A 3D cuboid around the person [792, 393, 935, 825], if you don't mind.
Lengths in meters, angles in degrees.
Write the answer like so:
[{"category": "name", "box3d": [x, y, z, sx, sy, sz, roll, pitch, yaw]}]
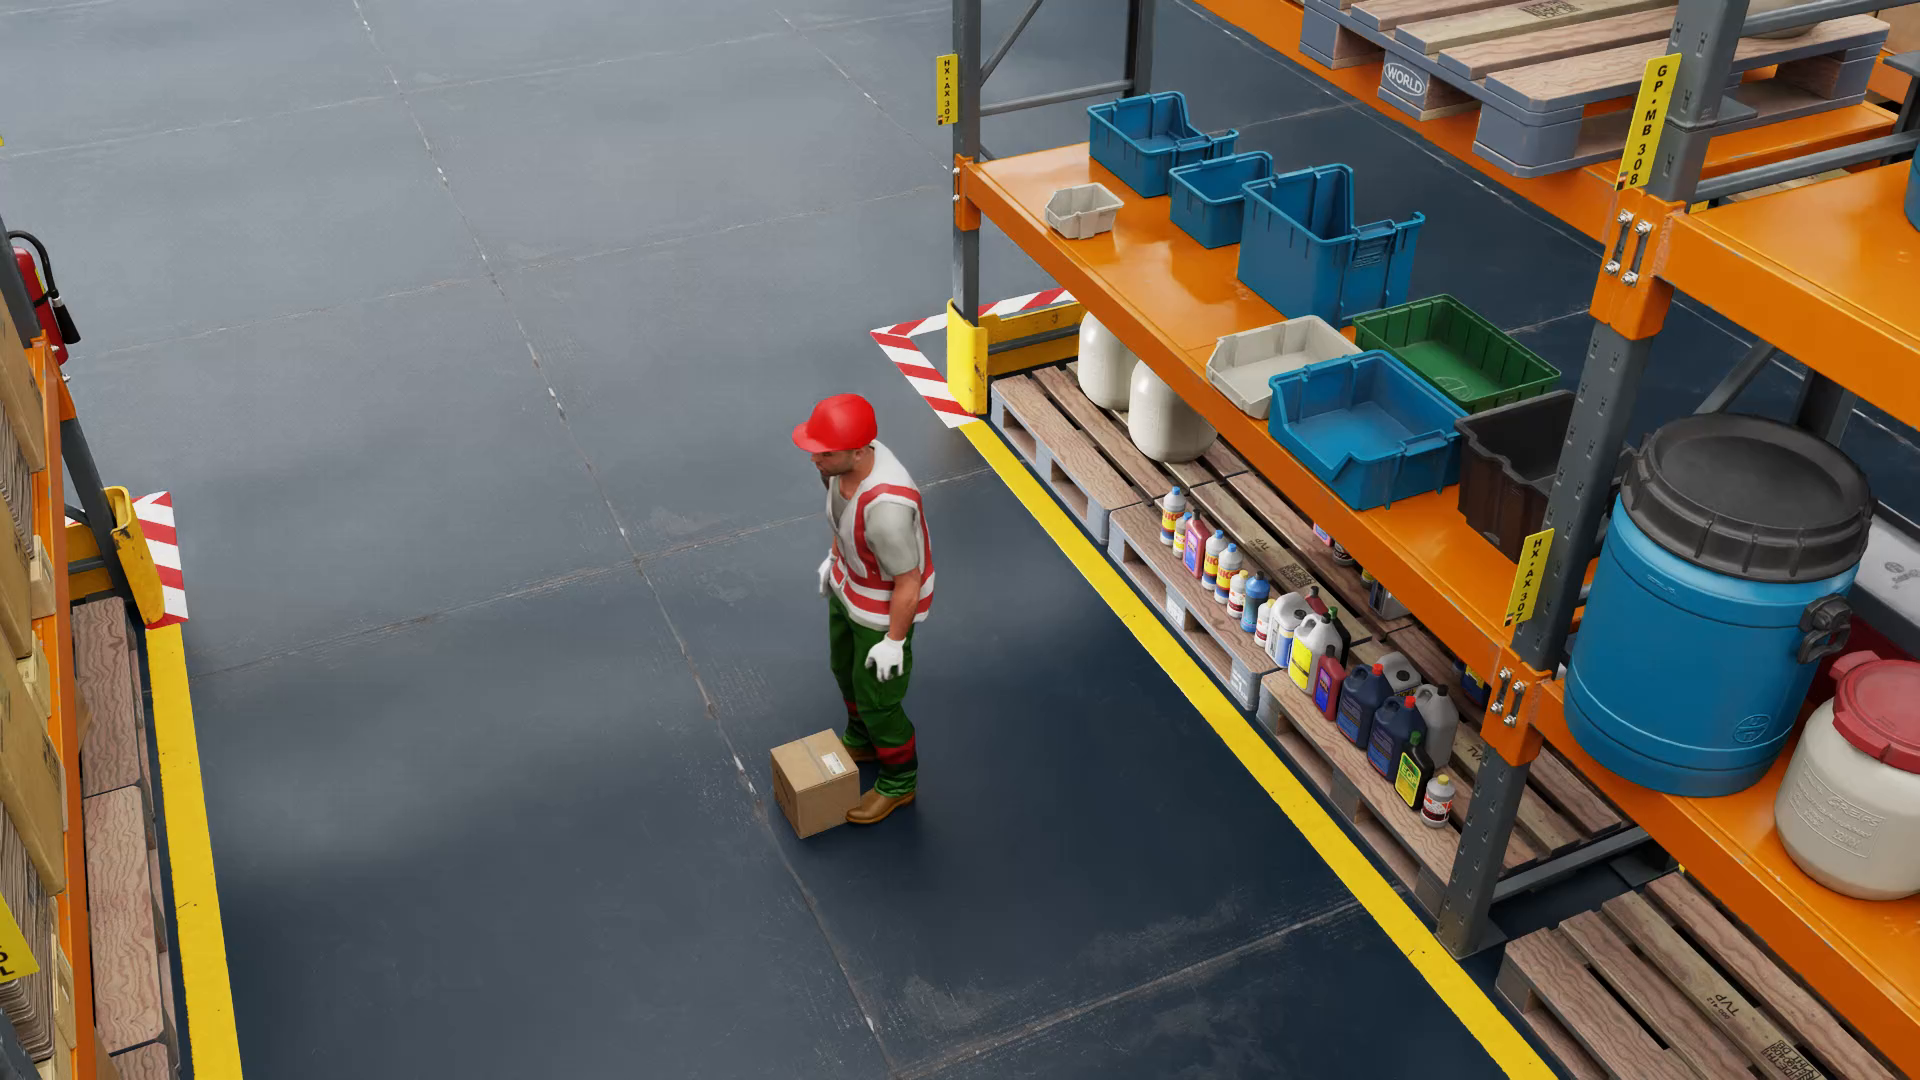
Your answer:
[{"category": "person", "box3d": [-0.336, 0.229, 5.834, 0.452, 1.778, 0.603, -16, 40, -20]}]
